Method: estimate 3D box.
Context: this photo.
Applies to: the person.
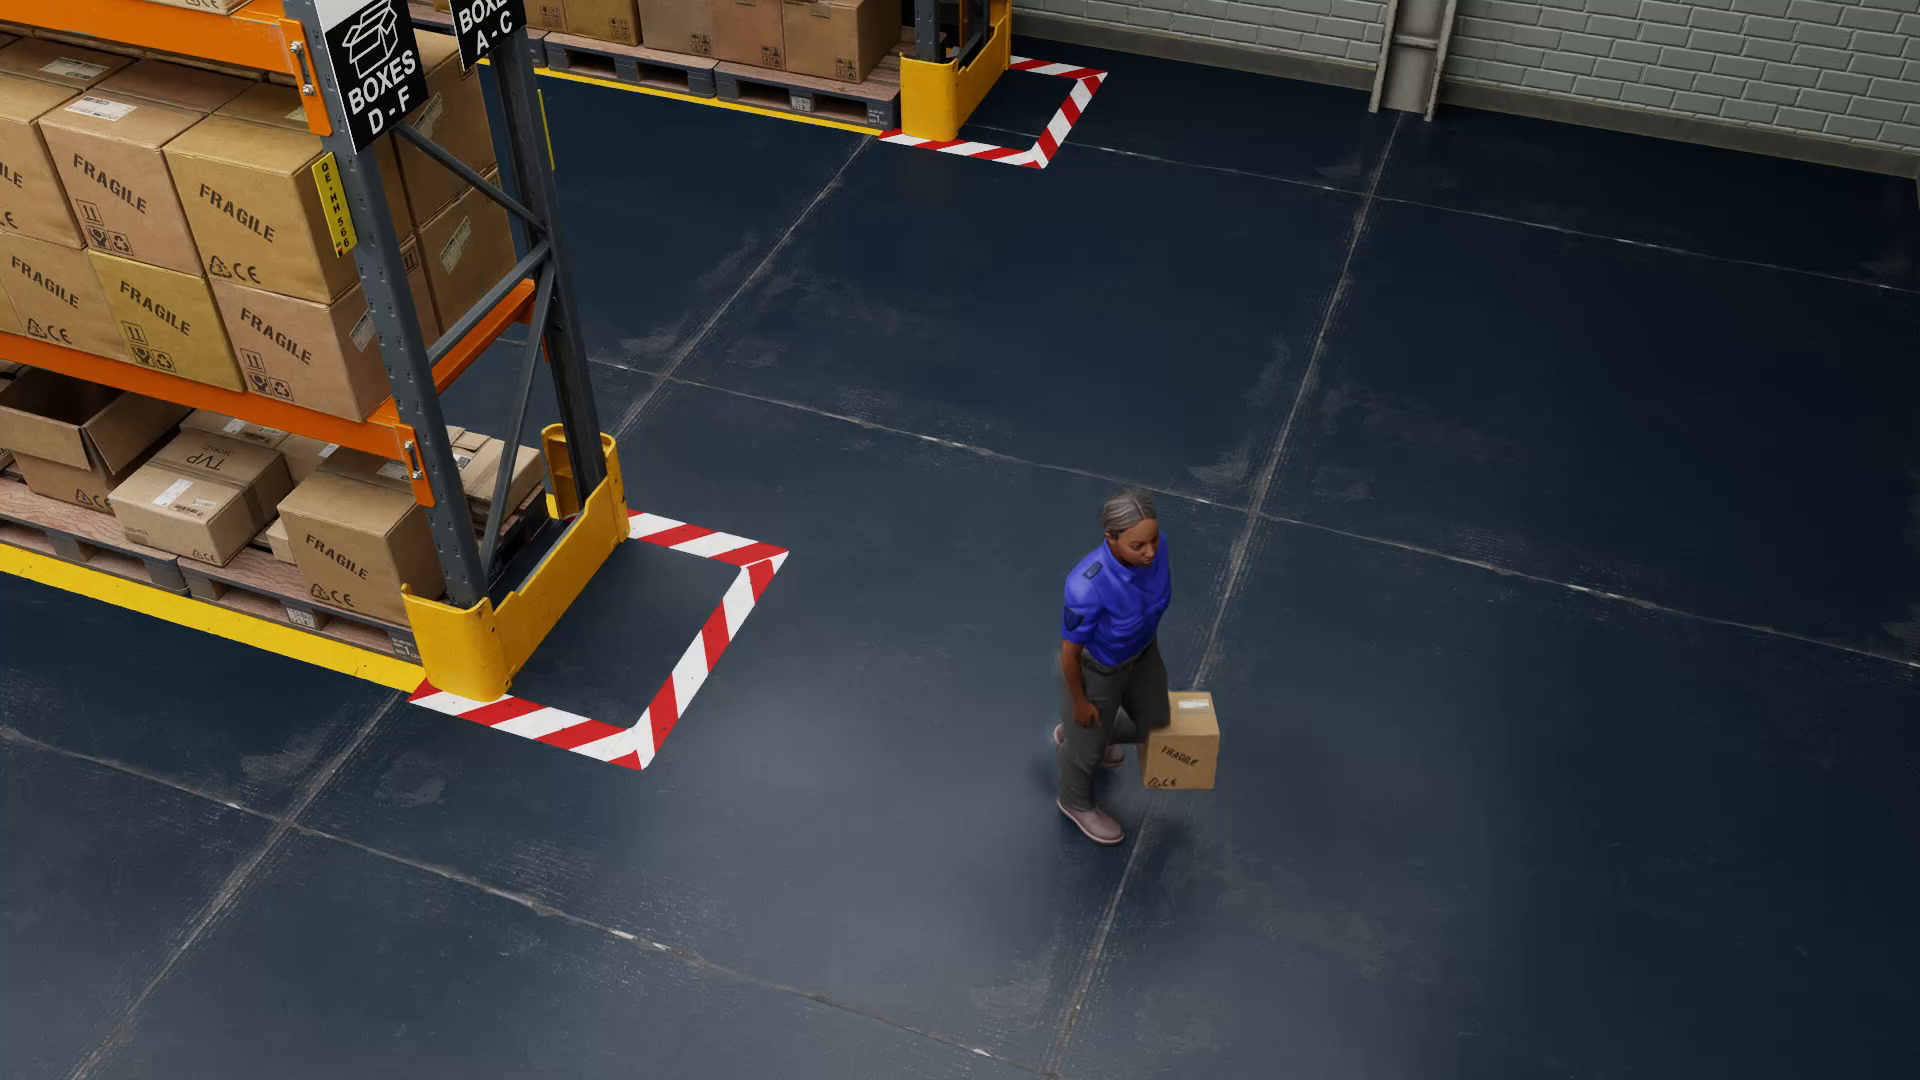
[{"bbox_3d":[0.470,0.401,5.711,0.511,1.658,0.490,-34,52,-32],"label":"person"}]
